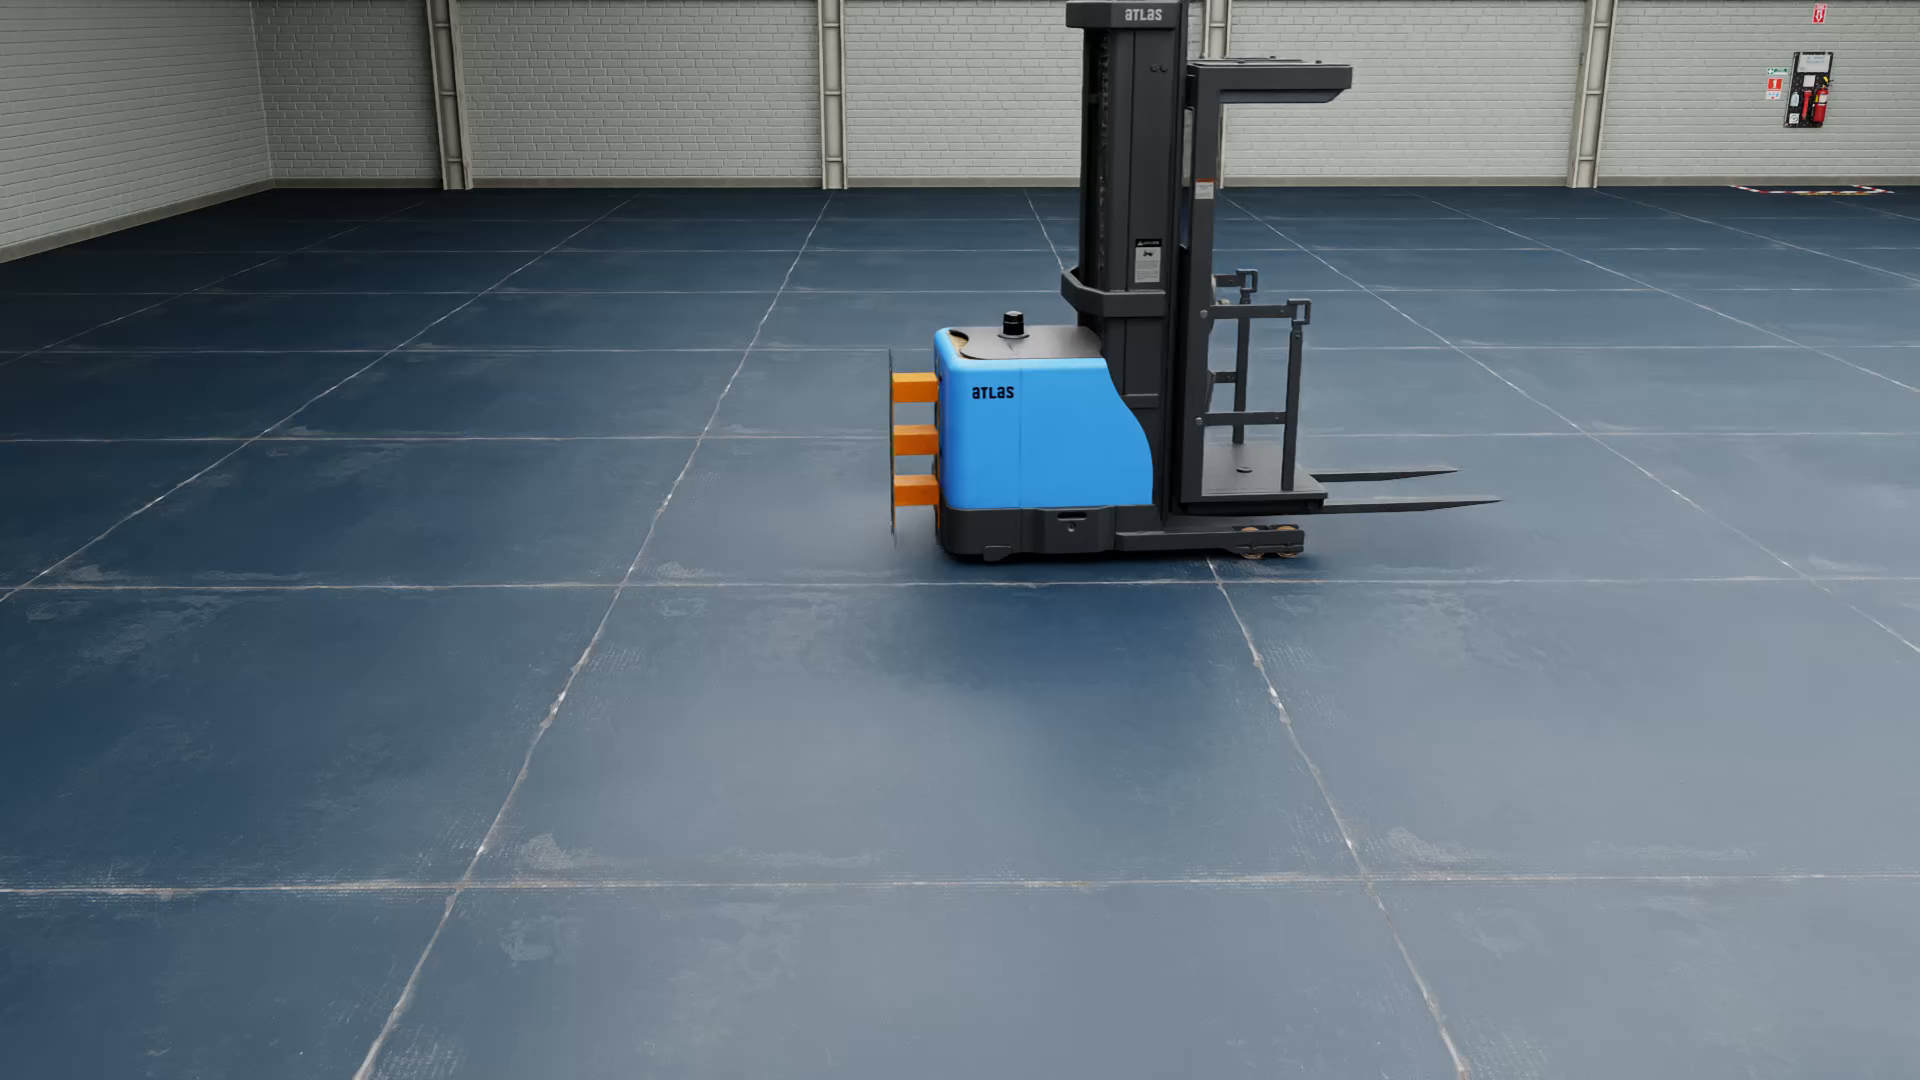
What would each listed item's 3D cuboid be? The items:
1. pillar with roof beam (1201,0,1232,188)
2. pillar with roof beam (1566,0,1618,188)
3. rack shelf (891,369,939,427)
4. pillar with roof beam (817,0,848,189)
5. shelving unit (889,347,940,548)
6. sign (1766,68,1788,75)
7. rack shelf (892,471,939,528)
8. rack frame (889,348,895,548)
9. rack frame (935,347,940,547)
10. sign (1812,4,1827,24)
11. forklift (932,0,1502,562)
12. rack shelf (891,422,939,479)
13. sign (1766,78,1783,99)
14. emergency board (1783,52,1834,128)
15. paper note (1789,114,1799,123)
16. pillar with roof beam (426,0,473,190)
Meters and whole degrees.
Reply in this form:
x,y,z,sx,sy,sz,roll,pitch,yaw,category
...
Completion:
x,y,z,sx,sy,sz,roll,pitch,yaw,category
4.072,-8.631,21.221,0.400,9.000,9.100,0,18,-1,pillar with roof beam
10.071,-8.660,21.311,0.400,9.000,9.100,0,18,-1,pillar with roof beam
-0.240,-0.749,8.770,0.240,0.259,0.215,-2,18,-6,rack shelf
-1.928,-8.602,21.131,0.400,9.000,9.100,0,18,-1,pillar with roof beam
-0.240,-0.489,8.853,0.252,1.050,0.215,-2,18,-6,shelving unit
12.981,-7.442,26.411,0.331,0.109,0.001,0,18,-1,sign
-0.240,-0.214,8.941,0.240,0.259,0.215,-2,18,-6,rack shelf
-0.362,-0.485,8.841,0.008,1.050,0.200,-2,18,-6,rack frame
-0.119,-0.493,8.865,0.008,1.050,0.200,-2,18,-6,rack frame
13.521,-8.281,26.156,0.199,0.298,0.001,0,18,-1,sign
1.393,-1.454,8.782,3.031,2.935,1.130,-2,18,-6,forklift
-0.240,-0.479,8.856,0.240,0.259,0.215,-2,18,-6,rack shelf
12.976,-7.193,26.500,0.234,0.329,0.001,0,18,-1,sign
13.531,-7.147,26.416,0.643,1.169,0.194,0,18,-1,emergency board
13.352,-6.748,26.613,0.142,0.148,0.016,0,18,-1,paper note
-7.927,-8.573,21.041,0.400,9.000,9.100,0,18,-1,pillar with roof beam
